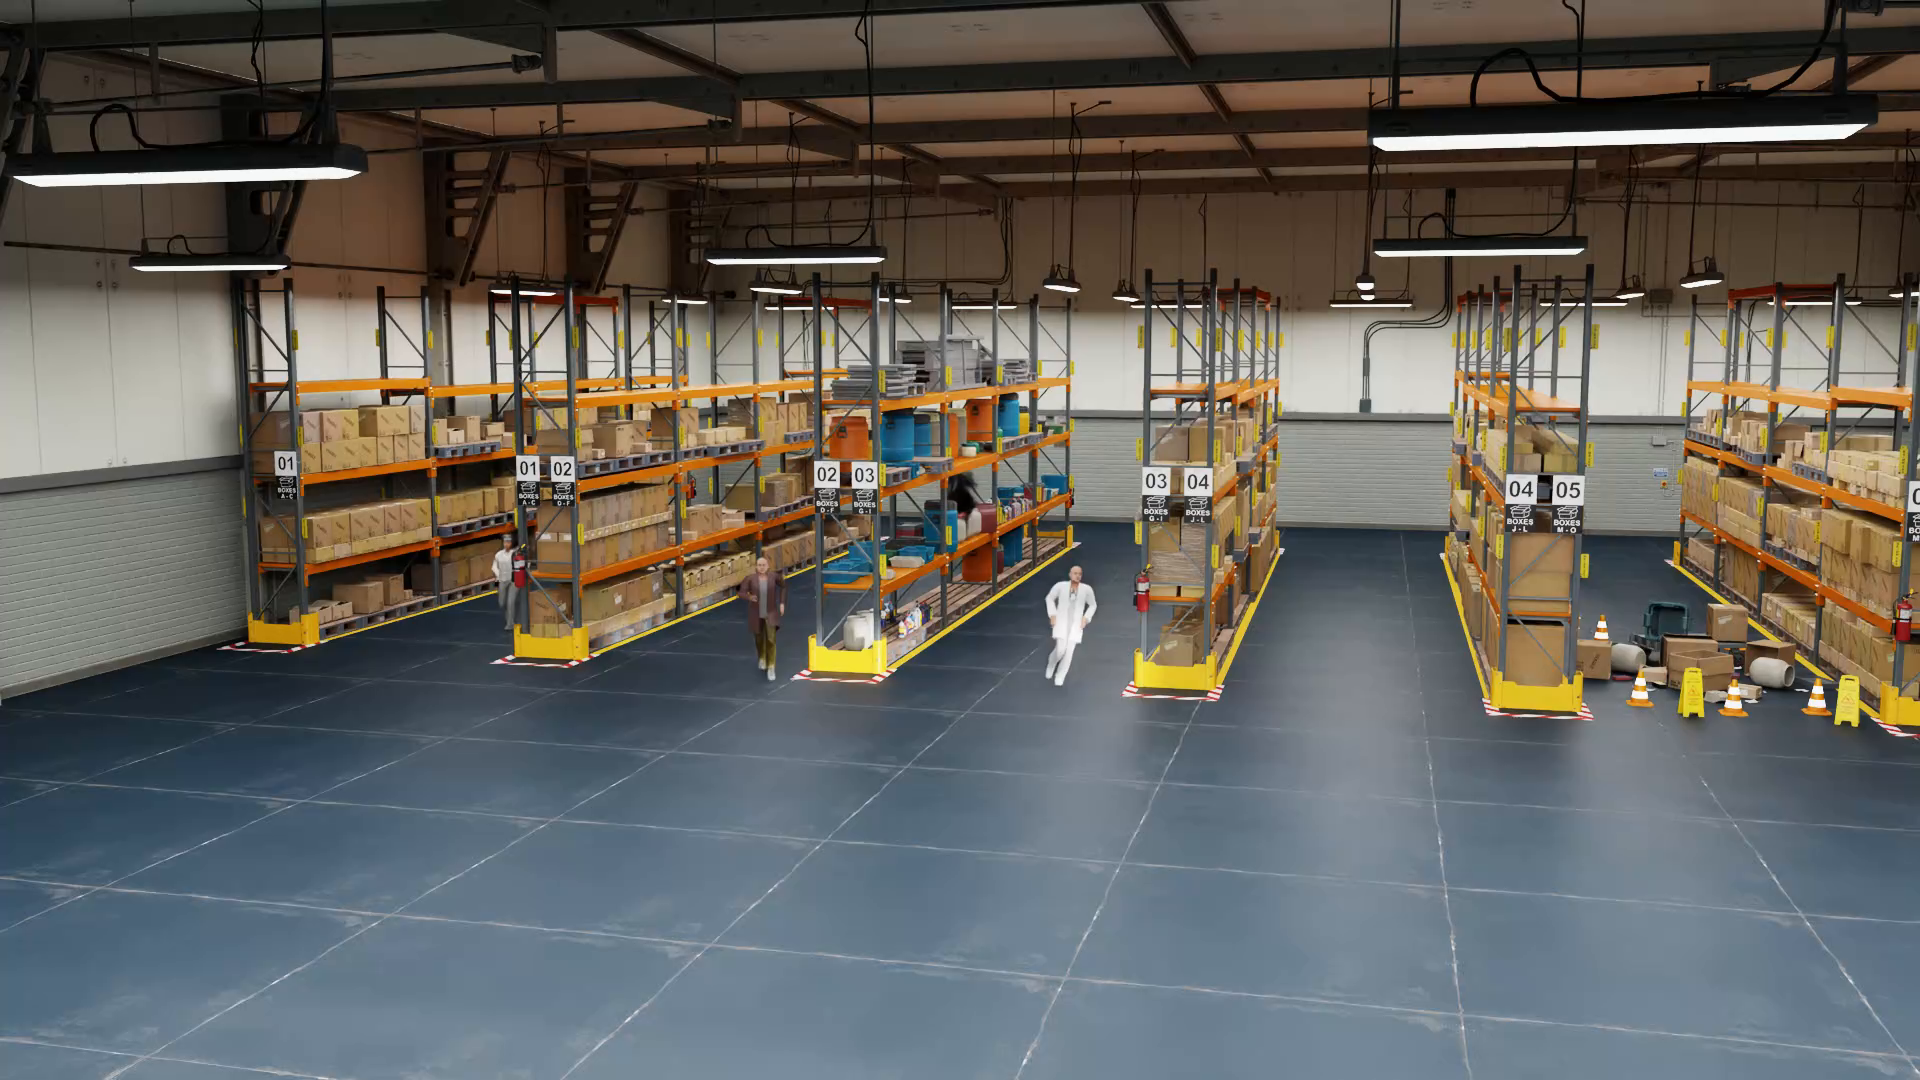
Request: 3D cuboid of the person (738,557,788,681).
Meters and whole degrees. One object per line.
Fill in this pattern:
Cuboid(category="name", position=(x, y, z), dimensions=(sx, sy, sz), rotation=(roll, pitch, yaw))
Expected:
Cuboid(category="person", position=(-2.948, 1.157, 24.905), dimensions=(0.727, 1.826, 0.916), rotation=(0, 7, -4))

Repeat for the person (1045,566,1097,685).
Cuboid(category="person", position=(1.635, 1.334, 24.353), dimensions=(0.729, 1.540, 0.606), rotation=(0, 7, -3))

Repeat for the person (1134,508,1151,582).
Cuboid(category="person", position=(3.703, -0.016, 32.393), dimensions=(0.648, 1.813, 0.643), rotation=(1, 7, 12))

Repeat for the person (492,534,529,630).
Cuboid(category="person", position=(-7.860, 0.713, 28.995), dimensions=(0.589, 1.645, 0.652), rotation=(0, 7, -2))
